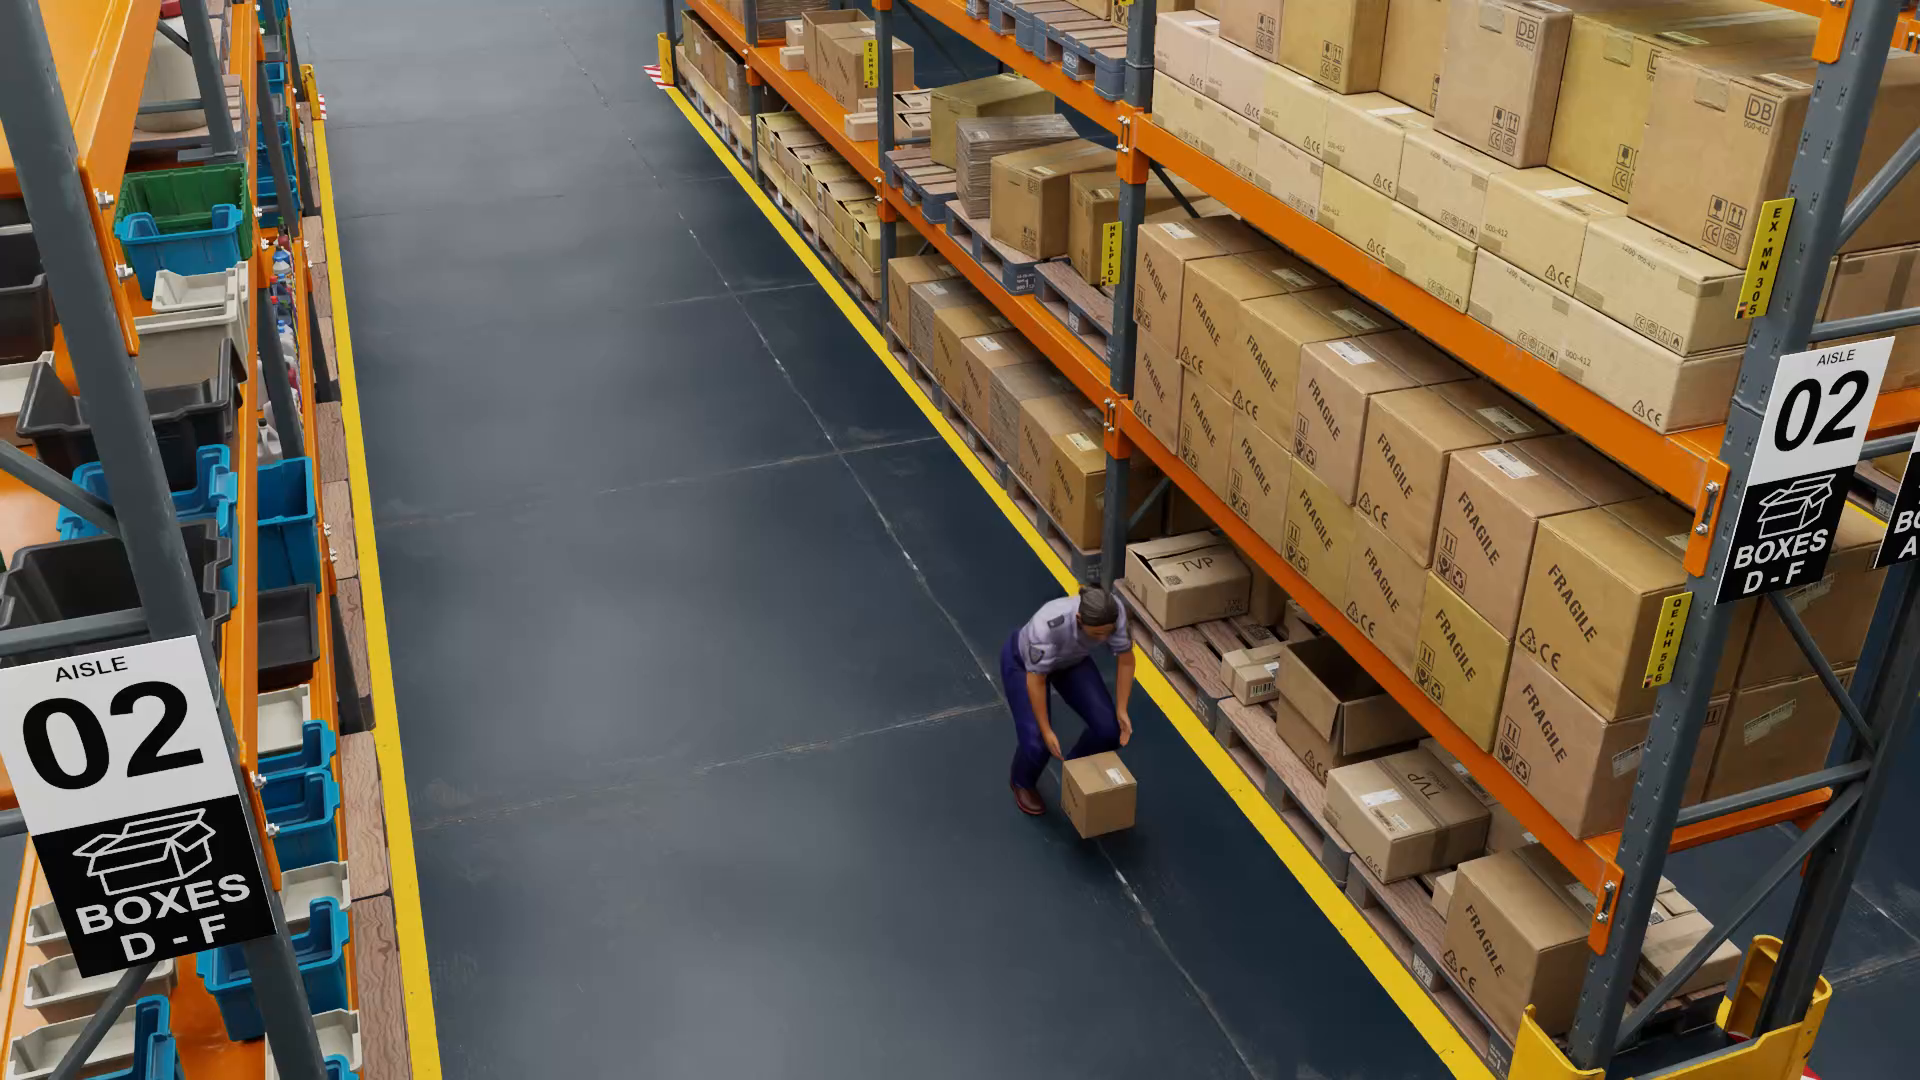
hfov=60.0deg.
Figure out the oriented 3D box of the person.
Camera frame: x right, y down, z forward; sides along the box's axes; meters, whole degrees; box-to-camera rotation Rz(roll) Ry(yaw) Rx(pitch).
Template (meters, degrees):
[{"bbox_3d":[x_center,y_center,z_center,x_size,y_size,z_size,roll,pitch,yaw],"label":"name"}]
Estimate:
[{"bbox_3d":[0.496,0.659,7.582,0.537,1.286,0.702,-10,32,-17],"label":"person"}]
